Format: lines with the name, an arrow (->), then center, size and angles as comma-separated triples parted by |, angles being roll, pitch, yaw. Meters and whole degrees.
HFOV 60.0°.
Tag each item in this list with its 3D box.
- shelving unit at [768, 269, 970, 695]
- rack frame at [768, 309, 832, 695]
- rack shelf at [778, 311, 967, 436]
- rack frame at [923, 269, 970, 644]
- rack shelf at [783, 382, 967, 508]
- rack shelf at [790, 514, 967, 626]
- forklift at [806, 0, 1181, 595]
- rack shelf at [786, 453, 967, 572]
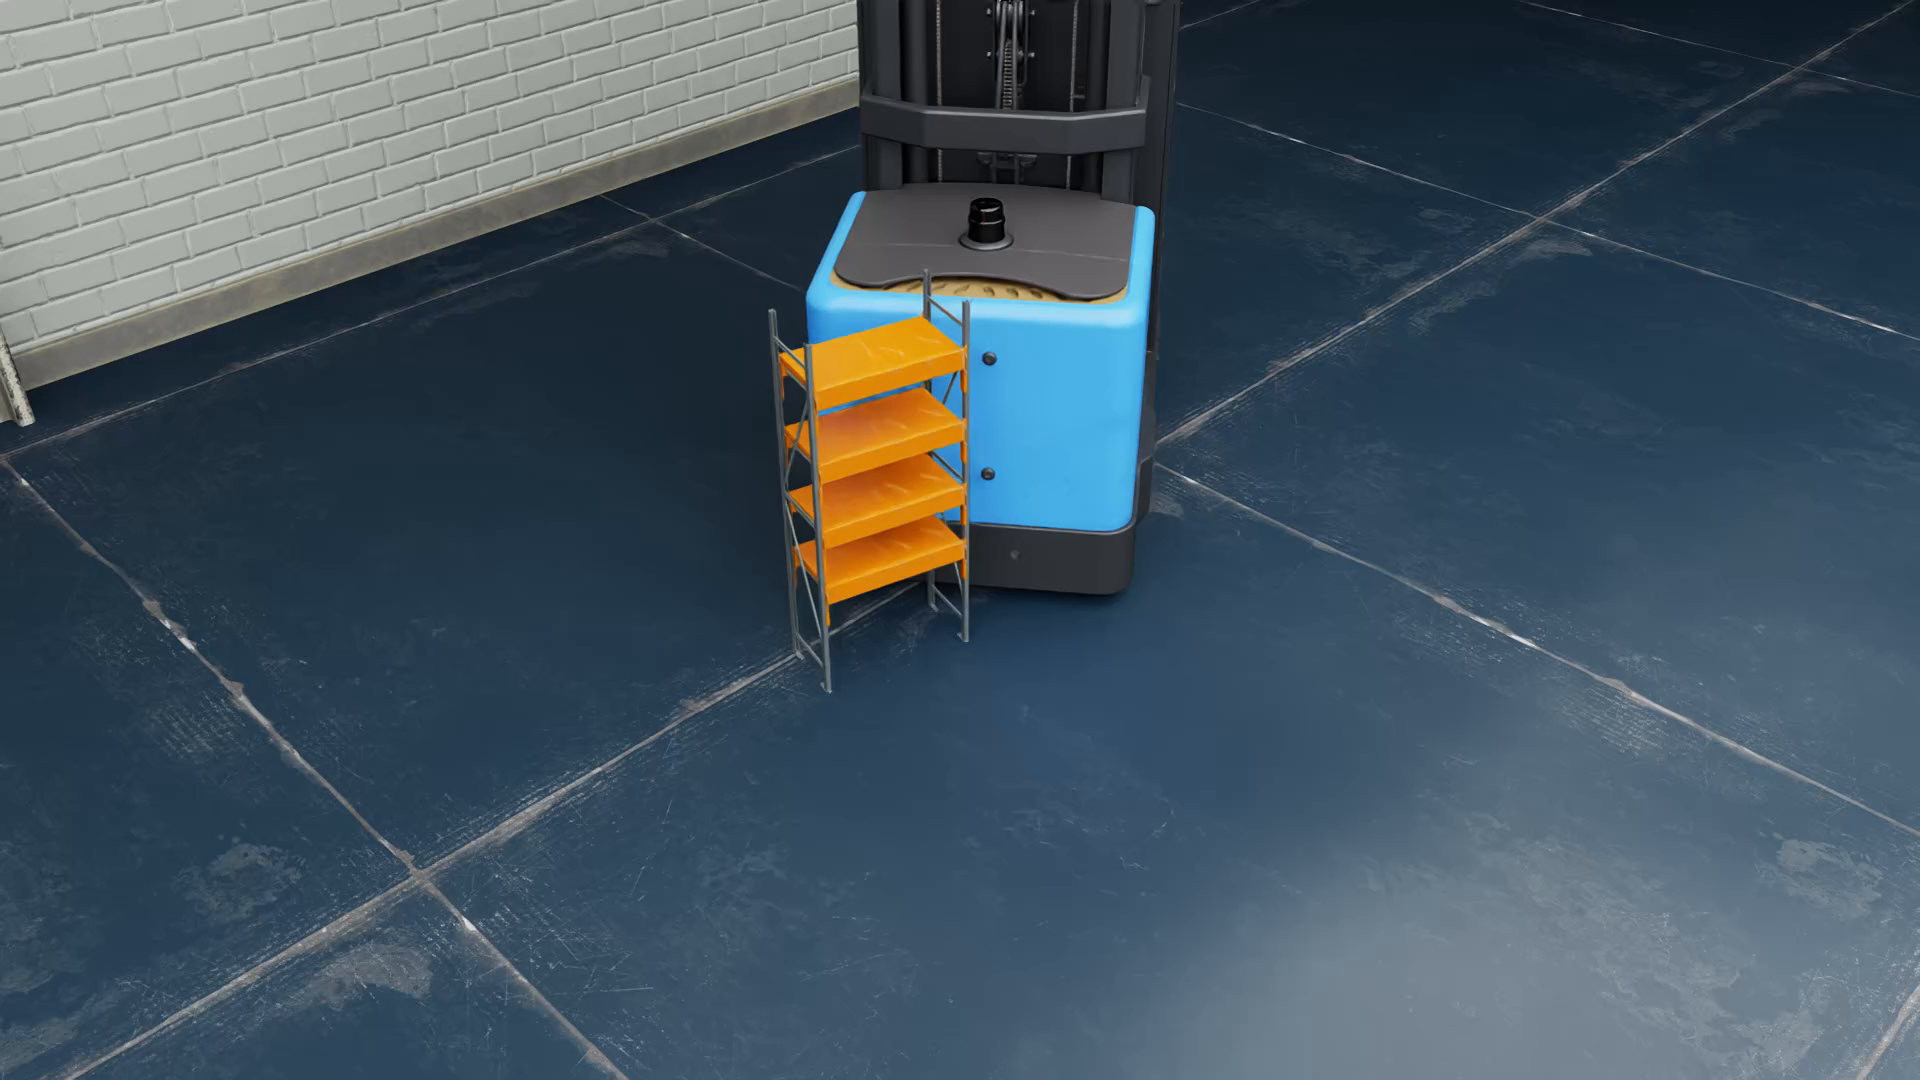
shelving unit -> -0.249, -0.153, 4.920 | 0.503, 1.200, 0.258 | -19, 39, -25
rack frame -> -0.459, -0.081, 4.818 | 0.015, 1.200, 0.240 | -19, 39, -25
rack shelf -> -0.249, -0.475, 4.695 | 0.480, 0.148, 0.258 | -19, 39, -25
rack frame -> -0.039, -0.224, 5.022 | 0.015, 1.200, 0.240 | -19, 39, -25
rack shelf -> -0.249, -0.281, 4.830 | 0.480, 0.148, 0.258 | -19, 39, -25
rack shelf -> -0.249, 0.066, 5.072 | 0.480, 0.148, 0.258 | -19, 39, -25
forklift -> 0.228, -1.856, 5.849 | 1.130, 2.935, 3.031 | 4, 35, 6
rack shelf -> -0.249, -0.097, 4.958 | 0.480, 0.148, 0.258 | -19, 39, -25
